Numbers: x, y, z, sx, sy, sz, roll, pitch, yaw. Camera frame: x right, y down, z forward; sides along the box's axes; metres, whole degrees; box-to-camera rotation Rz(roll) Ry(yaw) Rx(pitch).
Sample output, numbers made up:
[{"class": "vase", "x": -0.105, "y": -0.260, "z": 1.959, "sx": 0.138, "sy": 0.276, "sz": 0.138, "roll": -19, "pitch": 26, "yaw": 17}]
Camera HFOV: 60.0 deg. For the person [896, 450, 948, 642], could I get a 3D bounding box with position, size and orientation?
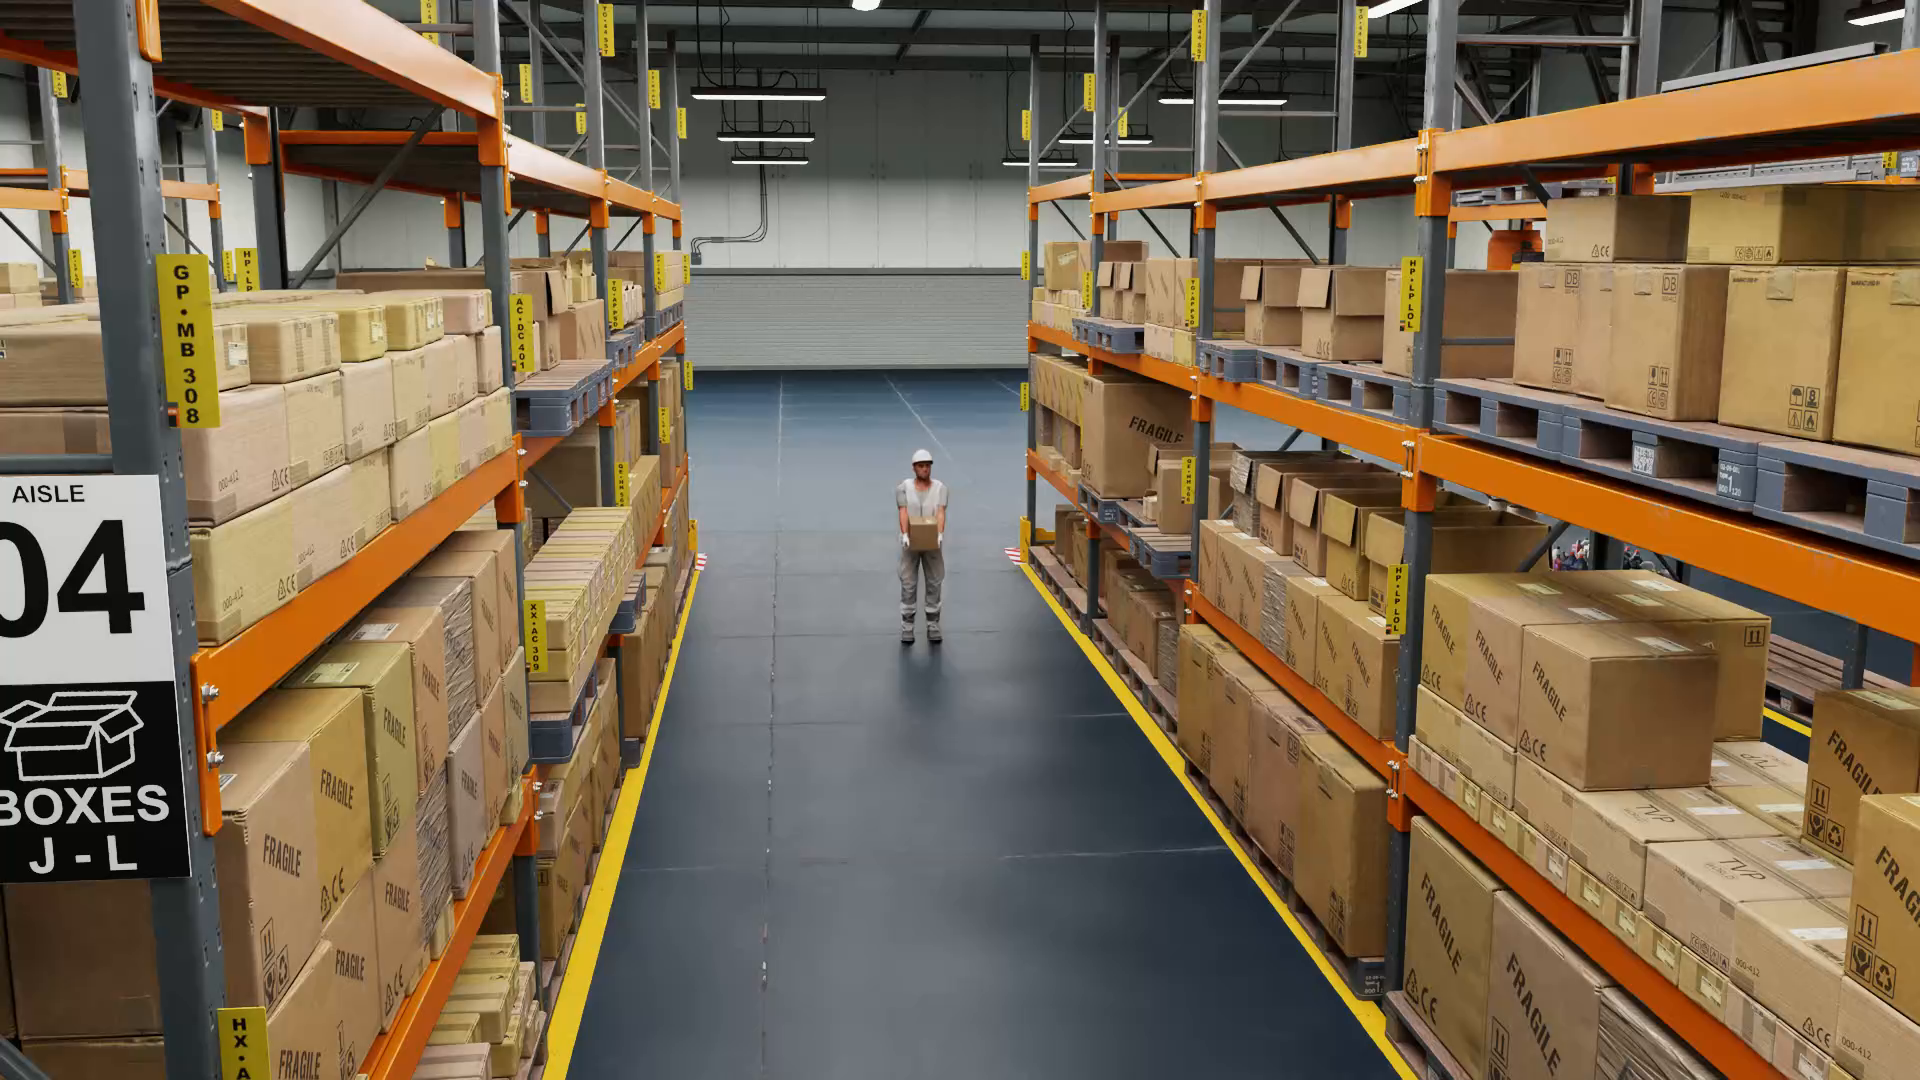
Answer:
[{"class": "person", "x": -0.342, "y": 0.069, "z": 15.441, "sx": 0.495, "sy": 1.785, "sz": 0.552, "roll": -1, "pitch": 10, "yaw": -5}]
